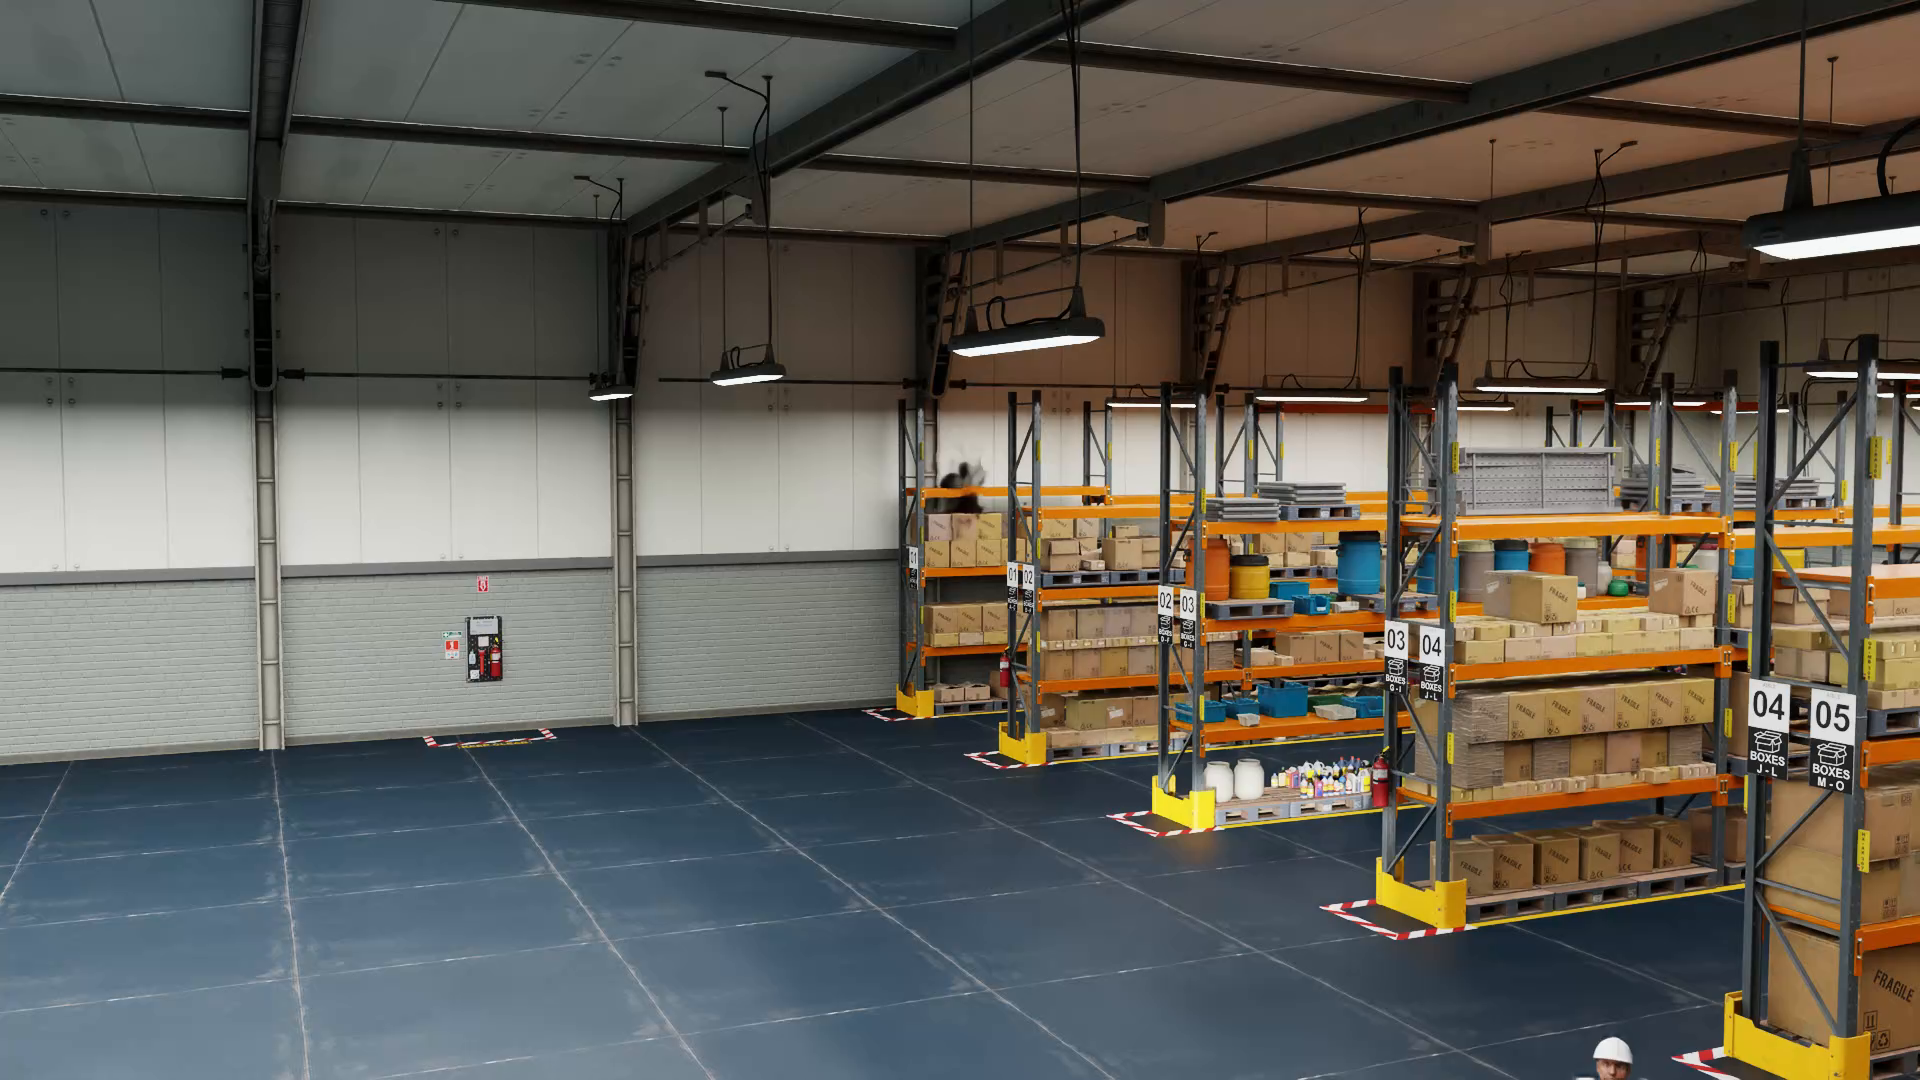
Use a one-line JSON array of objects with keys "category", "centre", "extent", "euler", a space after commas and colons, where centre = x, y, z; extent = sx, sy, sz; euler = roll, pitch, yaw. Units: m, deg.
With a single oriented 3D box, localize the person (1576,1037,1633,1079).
[{"category": "person", "centre": [3.712, 3.717, 9.499], "extent": [0.696, 1.763, 0.941], "euler": [1, 4, 23]}]
